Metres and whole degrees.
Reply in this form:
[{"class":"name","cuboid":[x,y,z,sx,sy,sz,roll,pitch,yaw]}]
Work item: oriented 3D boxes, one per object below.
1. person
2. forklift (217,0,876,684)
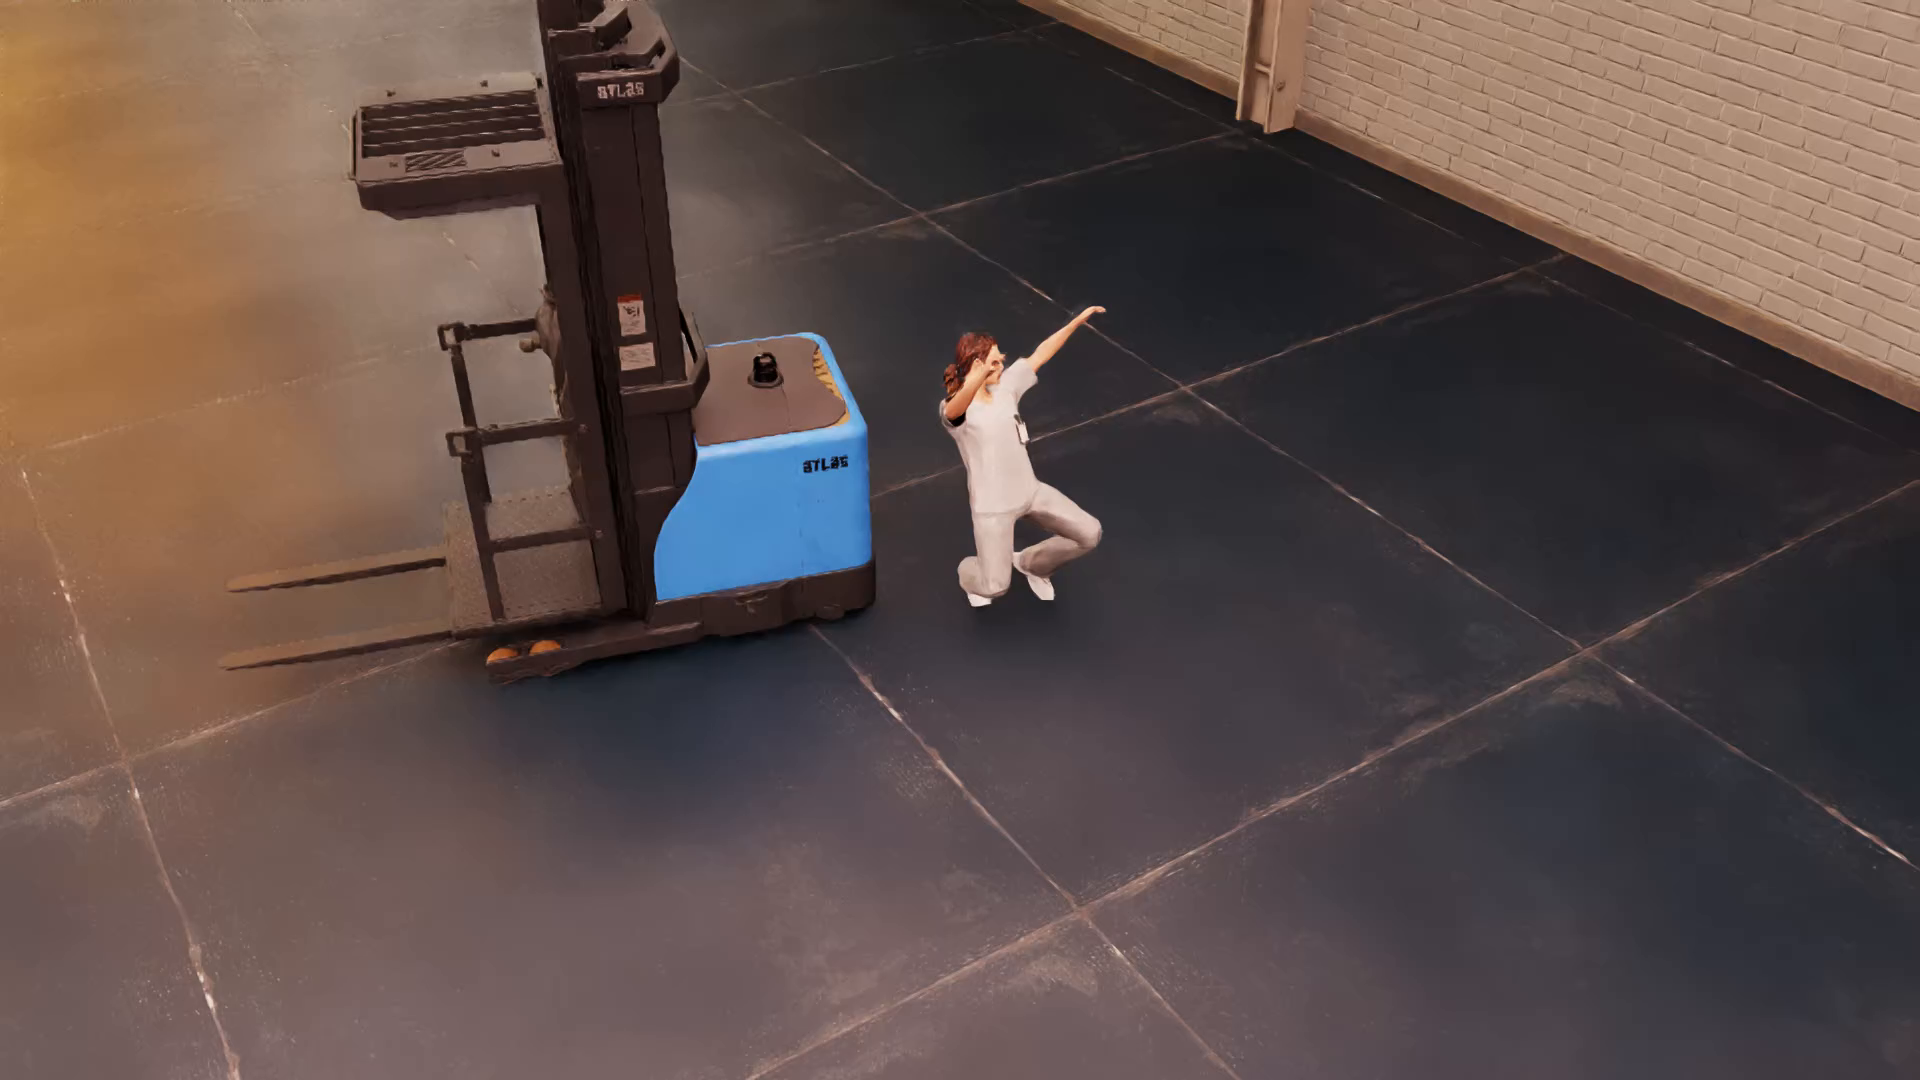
[{"class":"person","cuboid":[0.322,-0.359,7.861,0.923,1.565,0.764,-23,41,-29]},{"class":"forklift","cuboid":[-1.988,-0.871,7.387,3.031,2.935,1.130,-10,36,-13]}]
